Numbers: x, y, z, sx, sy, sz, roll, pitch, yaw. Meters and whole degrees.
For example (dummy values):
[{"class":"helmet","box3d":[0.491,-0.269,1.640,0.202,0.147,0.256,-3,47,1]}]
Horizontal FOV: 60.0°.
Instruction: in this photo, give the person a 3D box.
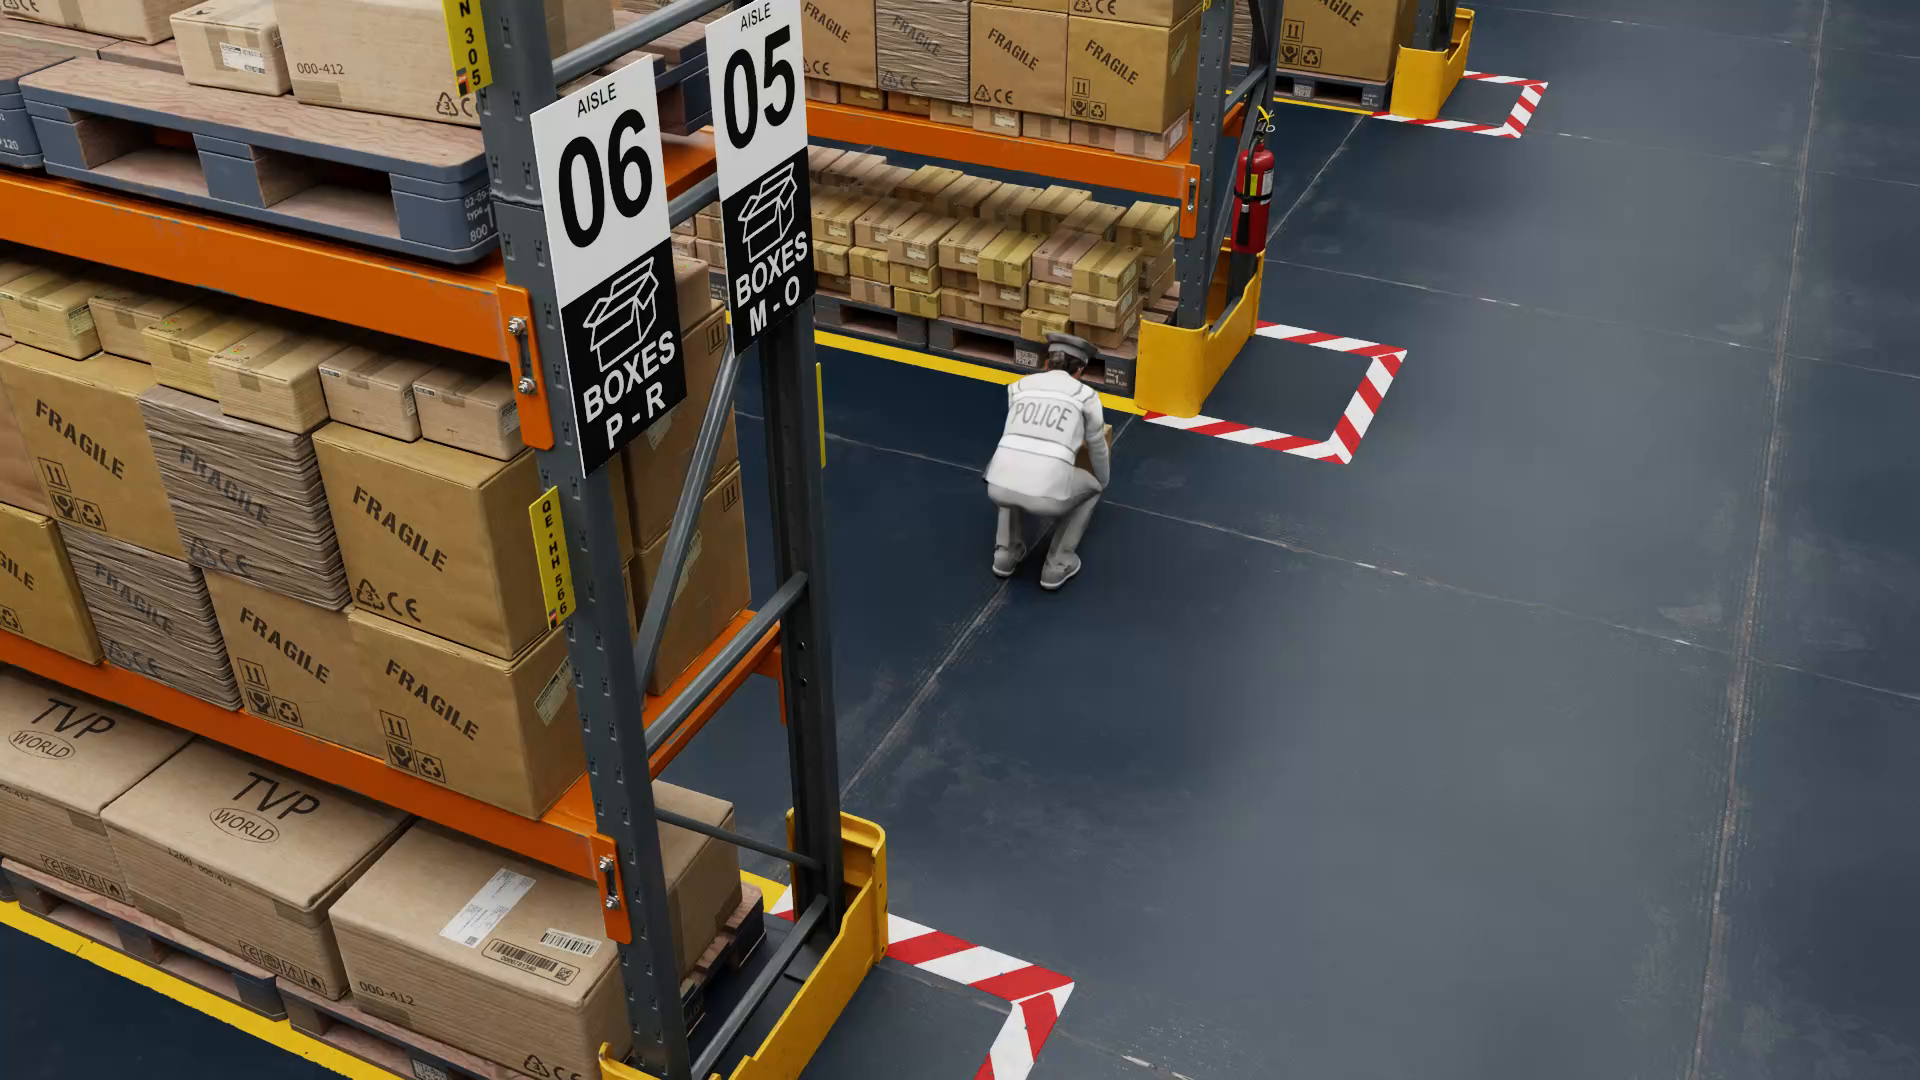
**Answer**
[{"class":"person","box3d":[0.392,-0.348,7.285,0.459,0.978,0.869,13,36,19]}]
